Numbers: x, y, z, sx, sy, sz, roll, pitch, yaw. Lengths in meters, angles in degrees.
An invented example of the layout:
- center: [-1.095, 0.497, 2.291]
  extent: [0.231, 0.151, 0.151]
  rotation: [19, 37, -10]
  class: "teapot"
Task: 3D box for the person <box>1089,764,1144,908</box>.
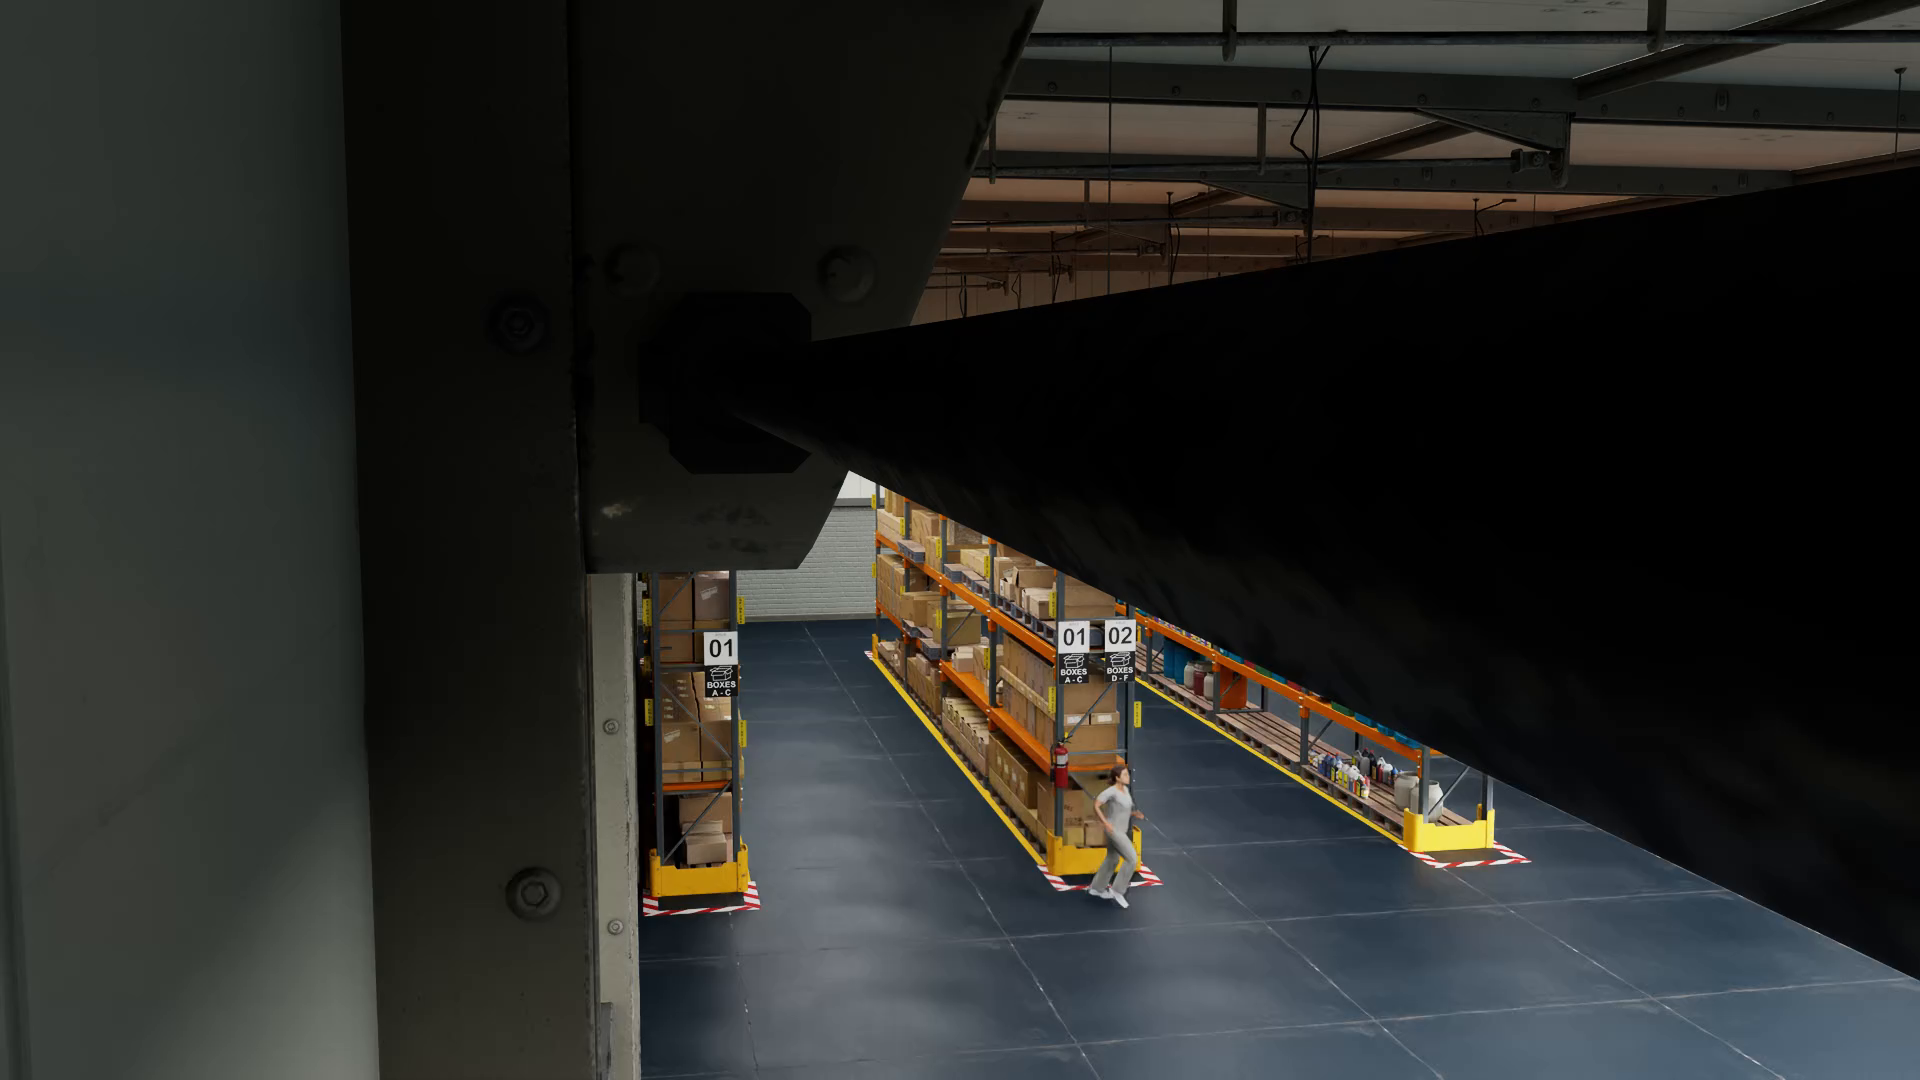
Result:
- center: [1.848, 3.488, 19.689]
  extent: [0.676, 1.691, 0.557]
  rotation: [3, 7, 26]
  class: "person"
